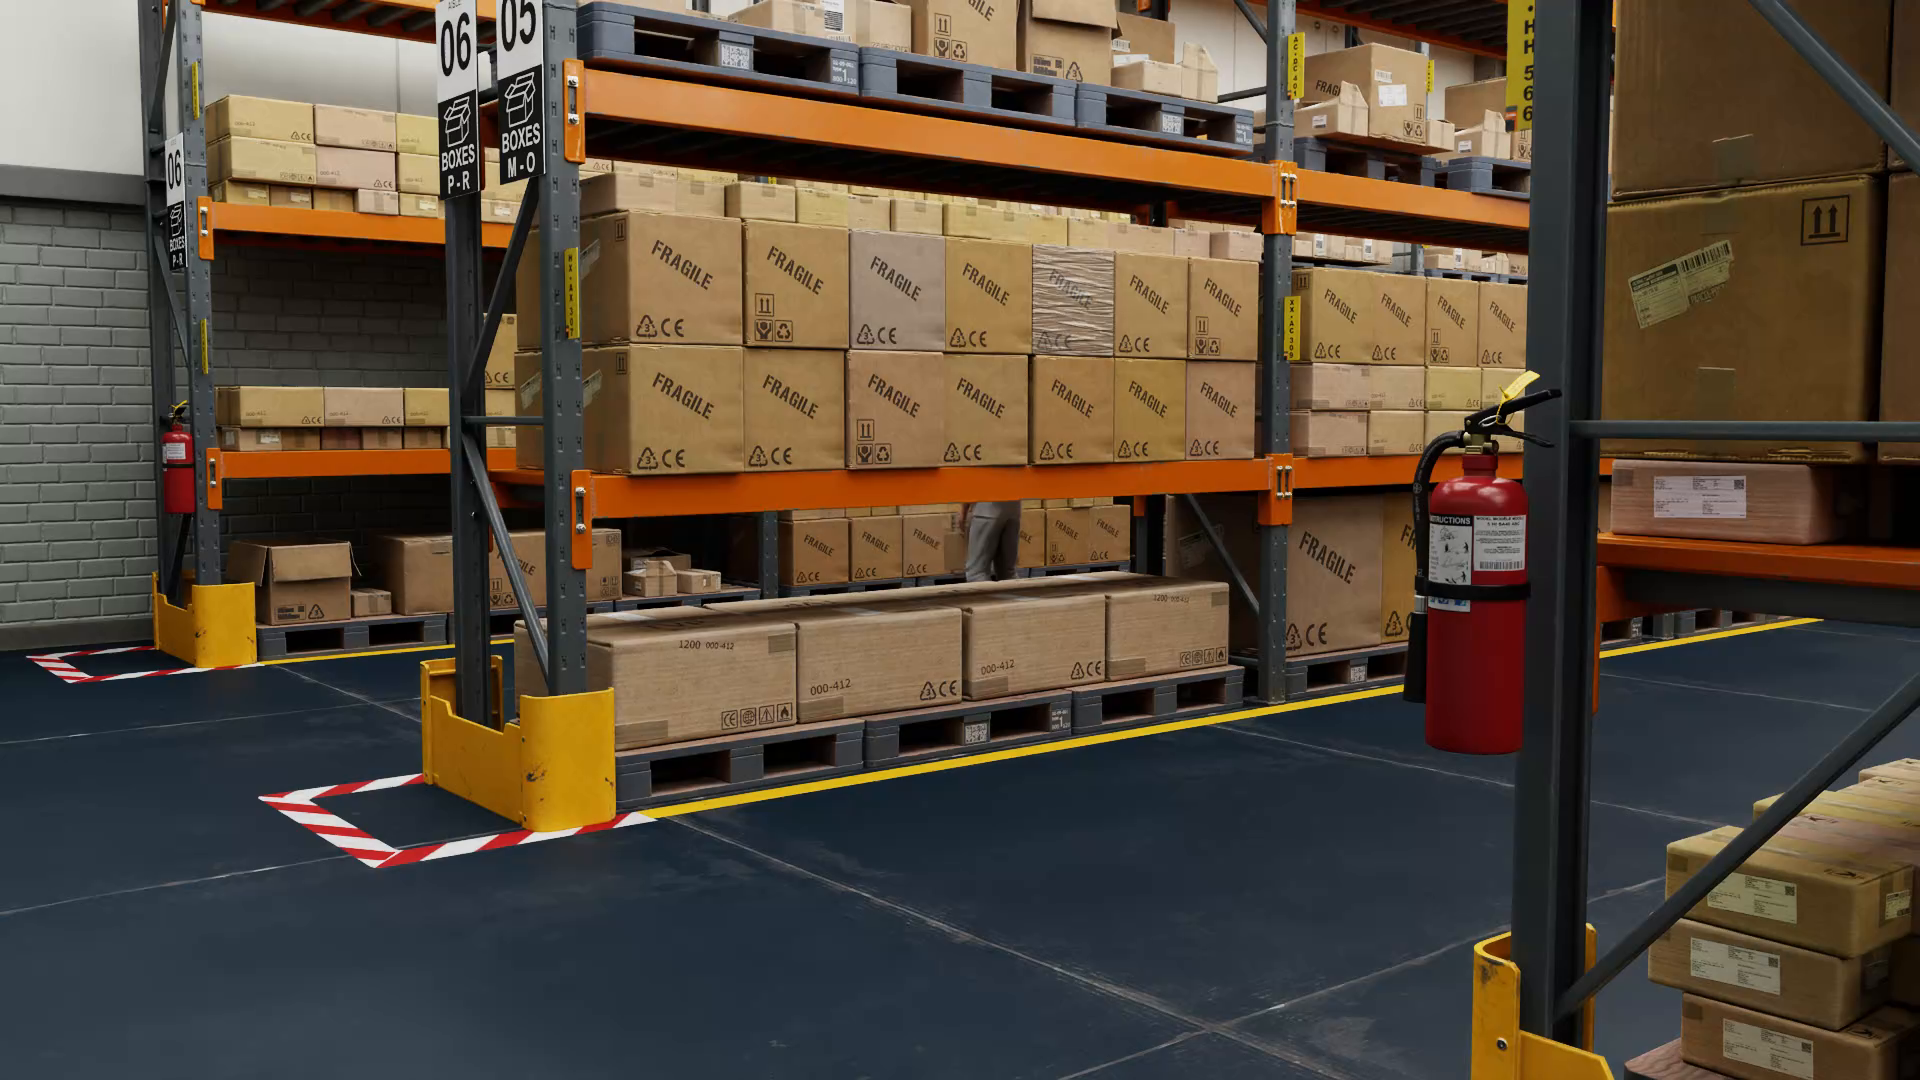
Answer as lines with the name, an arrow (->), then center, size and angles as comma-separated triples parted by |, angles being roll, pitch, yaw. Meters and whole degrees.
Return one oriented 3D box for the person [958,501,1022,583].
person -> 0.216, -0.138, 10.992 | 0.471, 1.676, 0.365 | -4, 6, -40
